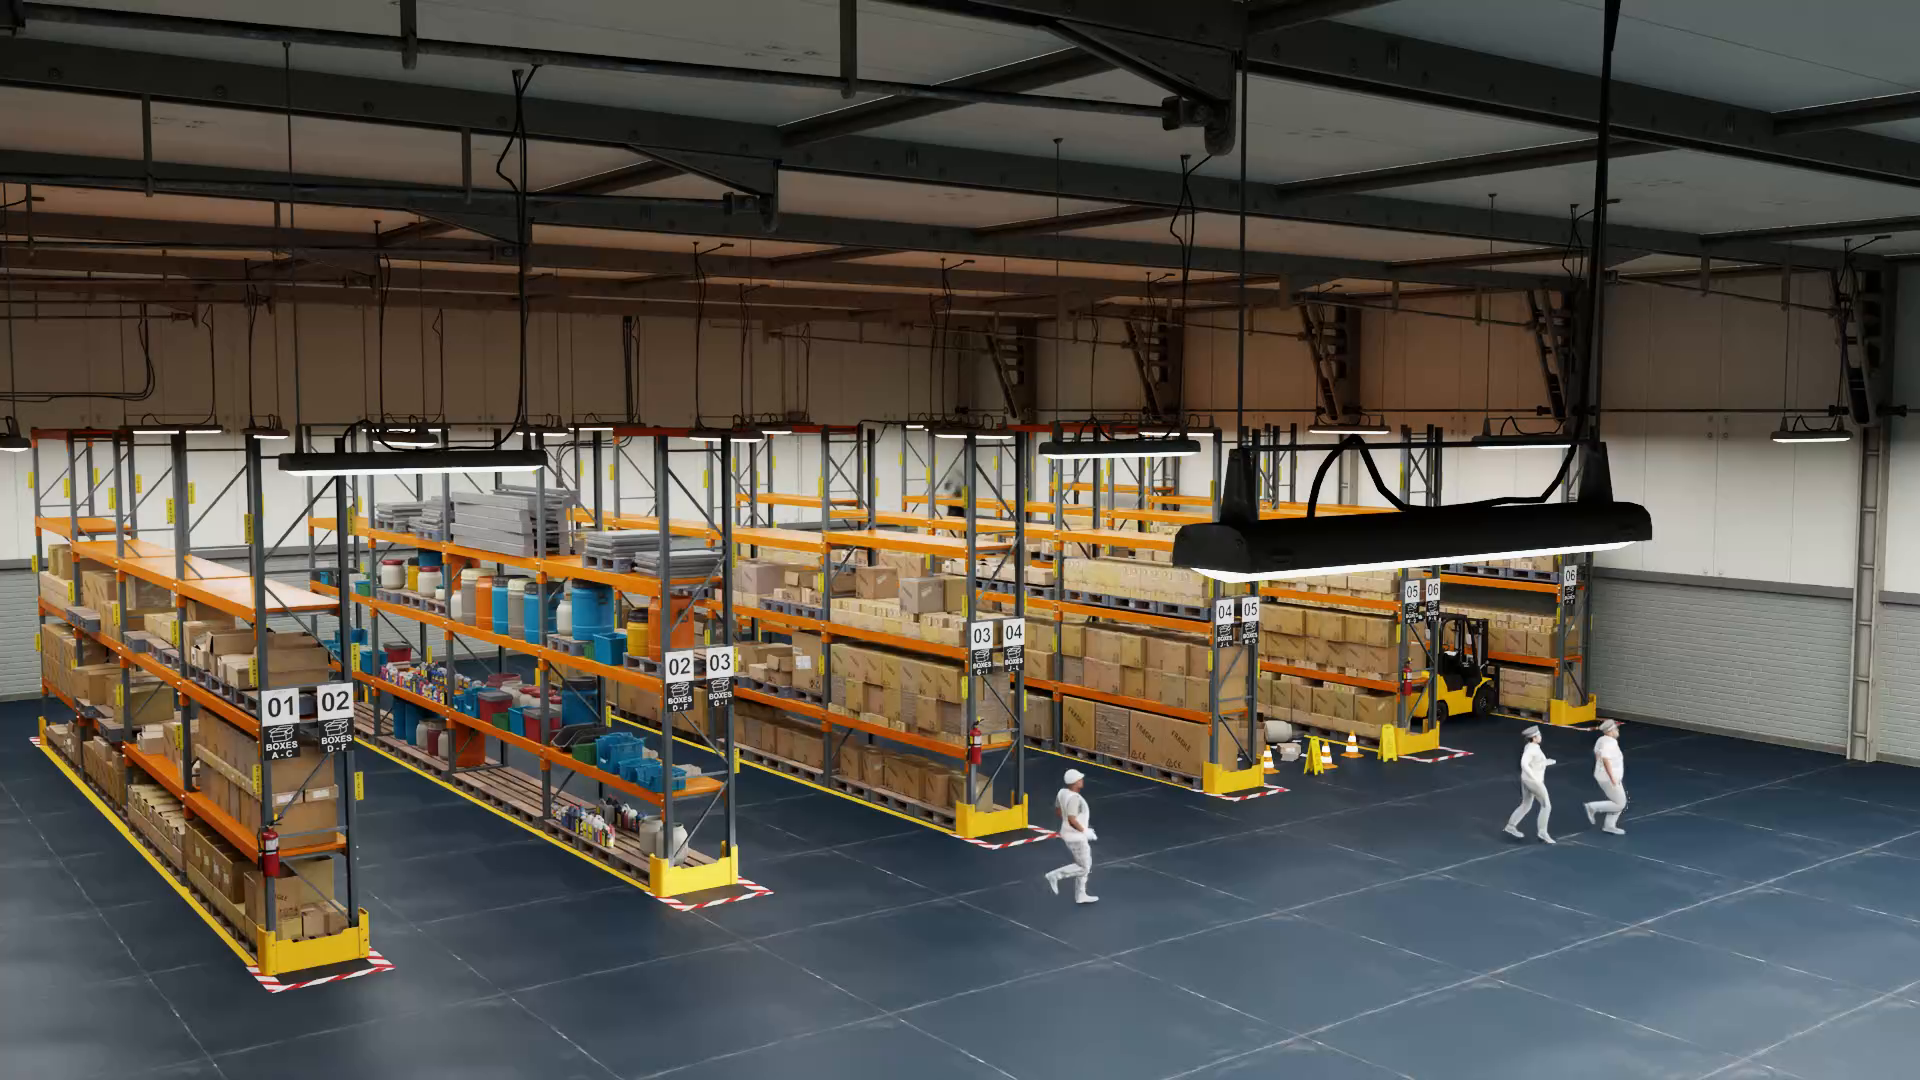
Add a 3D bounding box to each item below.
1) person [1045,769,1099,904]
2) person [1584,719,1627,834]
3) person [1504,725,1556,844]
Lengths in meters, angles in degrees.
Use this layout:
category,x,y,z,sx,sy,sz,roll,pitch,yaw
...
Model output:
category,x,y,z,sx,sy,sz,roll,pitch,yaw
person,1.424,3.800,21.293,0.731,1.750,0.681,-1,5,-10
person,9.635,3.525,24.807,0.633,1.727,0.667,1,5,9
person,8.368,3.575,24.320,0.692,1.747,0.597,0,4,2
